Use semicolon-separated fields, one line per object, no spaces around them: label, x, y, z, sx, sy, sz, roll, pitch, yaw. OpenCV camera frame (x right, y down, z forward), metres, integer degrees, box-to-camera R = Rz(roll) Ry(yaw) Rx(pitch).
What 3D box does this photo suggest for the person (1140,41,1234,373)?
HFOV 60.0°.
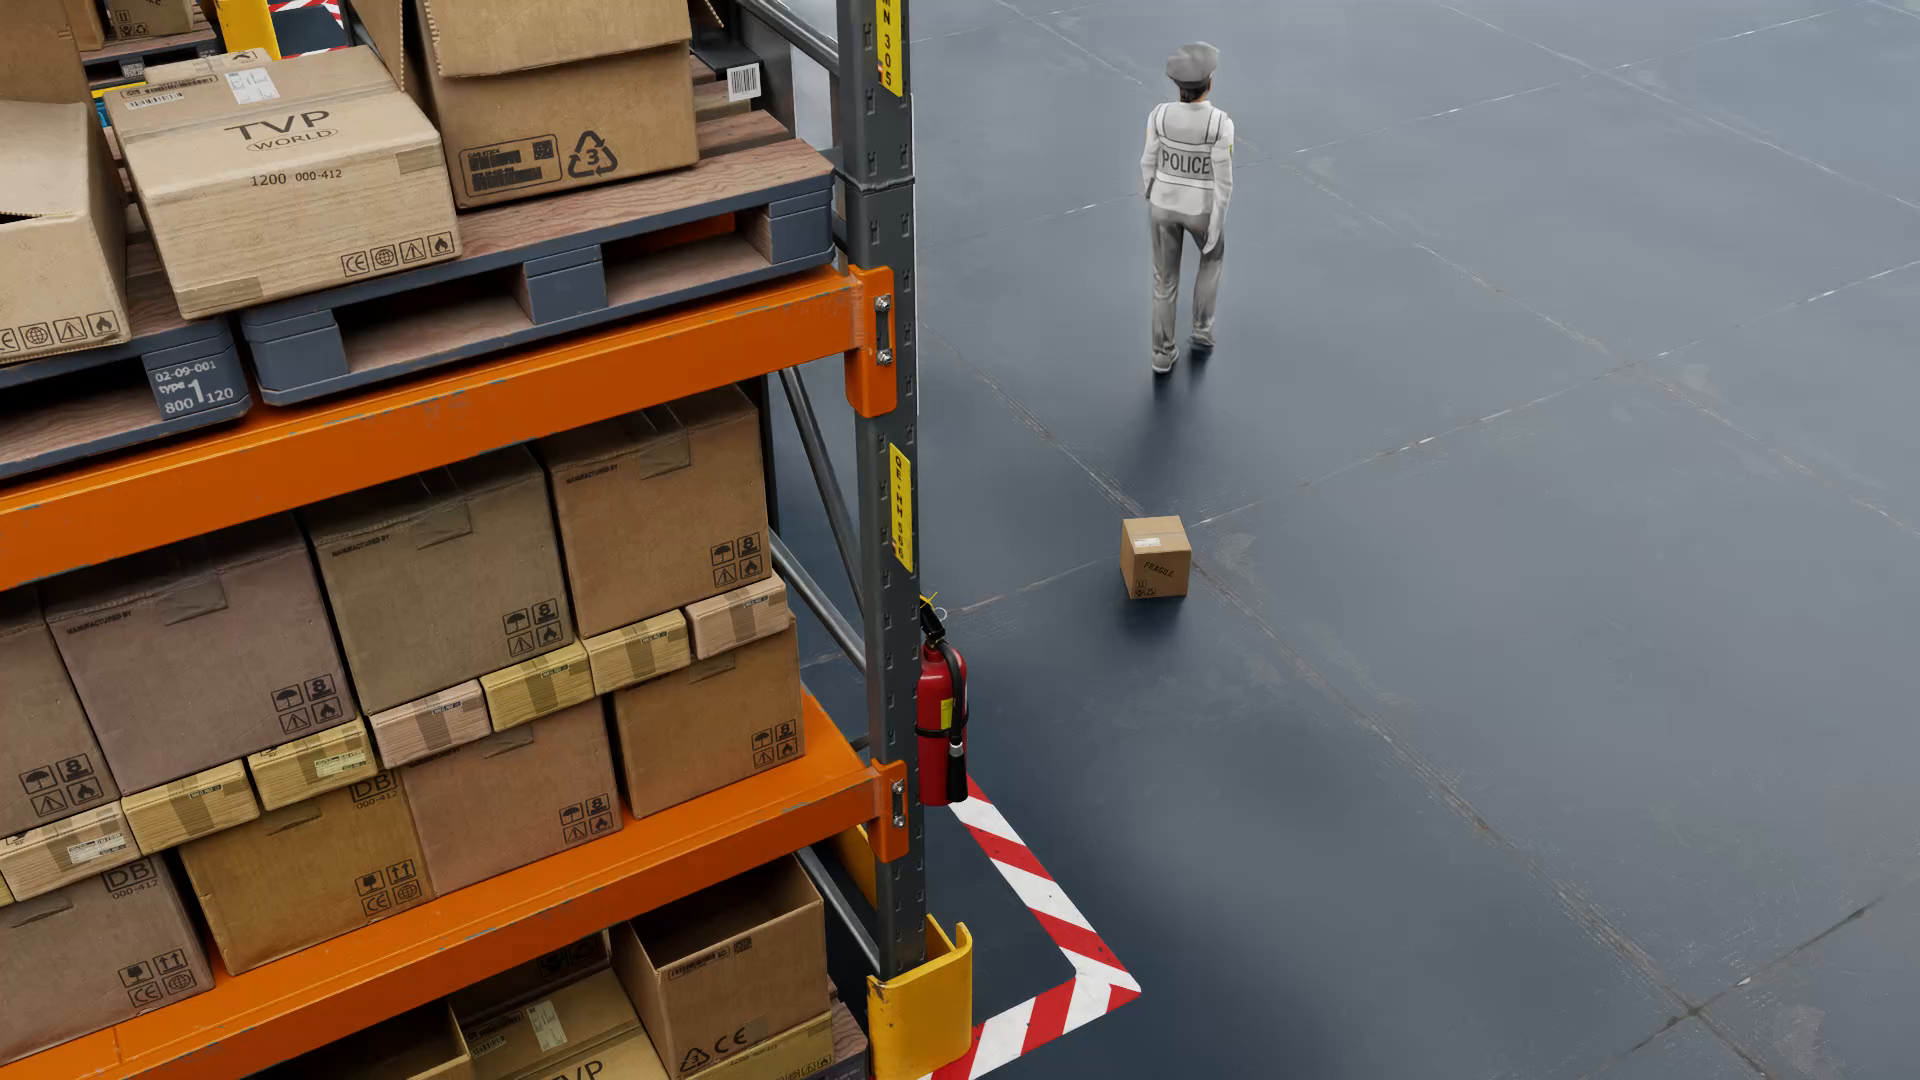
person;1.126;-1.640;8.326;0.482;1.756;0.559;11;38;14
